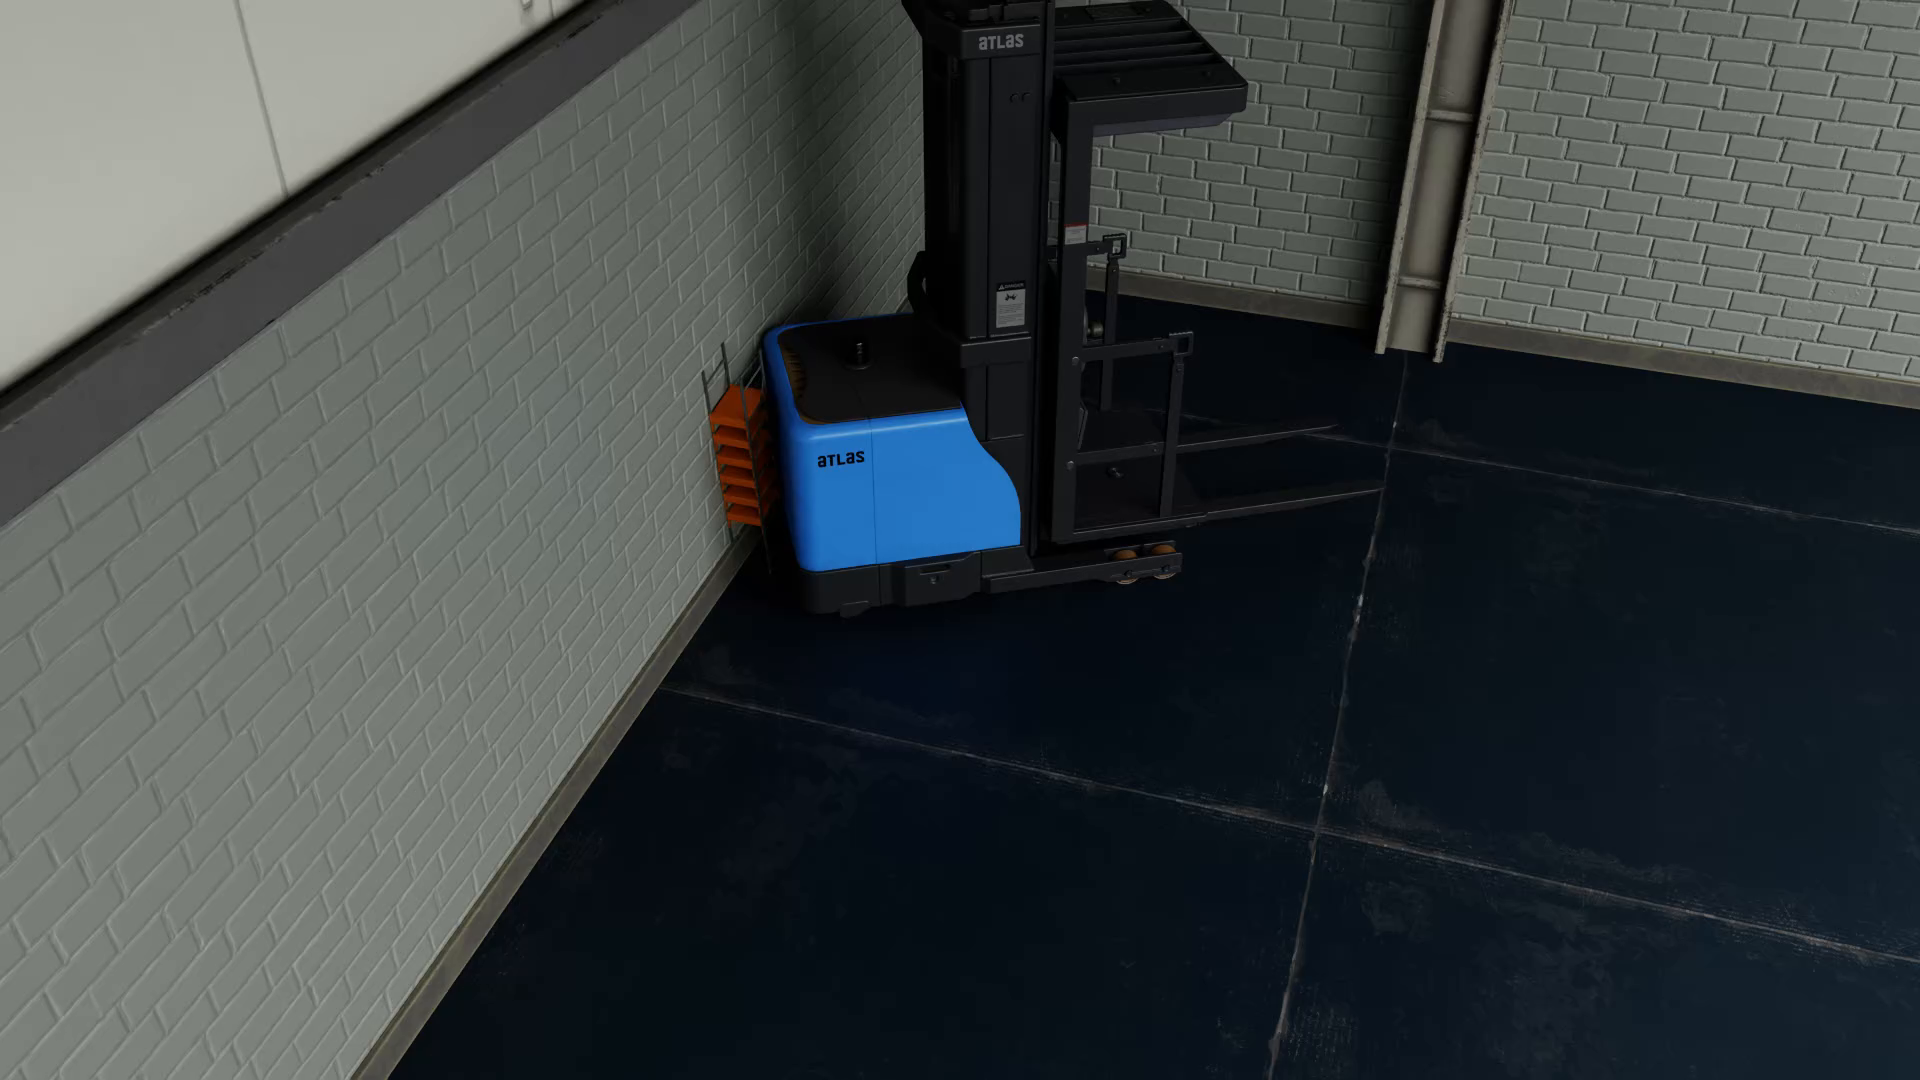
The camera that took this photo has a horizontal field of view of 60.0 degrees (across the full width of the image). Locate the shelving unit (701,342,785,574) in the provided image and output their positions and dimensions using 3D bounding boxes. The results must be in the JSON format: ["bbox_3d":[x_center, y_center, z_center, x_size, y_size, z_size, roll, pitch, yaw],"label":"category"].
[{"bbox_3d":[-1.010,-0.368,7.907,0.189,1.200,0.258,11,44,14],"label":"shelving unit"}]

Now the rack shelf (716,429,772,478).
[{"bbox_3d":[-1.013,-0.423,7.856,0.180,0.103,0.258,11,44,14],"label":"rack shelf"}]

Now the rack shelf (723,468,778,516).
[{"bbox_3d":[-1.004,-0.247,8.019,0.180,0.103,0.258,11,44,14],"label":"rack shelf"}]

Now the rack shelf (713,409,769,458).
[{"bbox_3d":[-1.017,-0.511,7.775,0.180,0.103,0.258,11,44,14],"label":"rack shelf"}]

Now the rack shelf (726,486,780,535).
[{"bbox_3d":[-1.000,-0.159,8.100,0.180,0.103,0.258,11,44,14],"label":"rack shelf"}]

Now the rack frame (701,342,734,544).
[{"bbox_3d":[-1.097,-0.385,7.930,0.006,1.200,0.240,11,44,14],"label":"rack frame"}]

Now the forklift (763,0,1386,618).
[{"bbox_3d":[0.613,-1.263,7.678,3.031,2.935,1.130,-8,37,-10],"label":"forklift"}]

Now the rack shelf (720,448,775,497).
[{"bbox_3d":[-1.008,-0.335,7.938,0.180,0.103,0.258,11,44,14],"label":"rack shelf"}]

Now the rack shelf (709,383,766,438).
[{"bbox_3d":[-1.021,-0.600,7.694,0.180,0.103,0.258,11,44,14],"label":"rack shelf"}]

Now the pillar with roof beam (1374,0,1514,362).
[{"bbox_3d":[1.431,-2.363,4.054,0.400,9.000,9.100,10,38,14],"label":"pillar with roof beam"}]

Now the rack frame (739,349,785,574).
[{"bbox_3d":[-0.923,-0.351,7.885,0.006,1.200,0.240,11,44,14],"label":"rack frame"}]
